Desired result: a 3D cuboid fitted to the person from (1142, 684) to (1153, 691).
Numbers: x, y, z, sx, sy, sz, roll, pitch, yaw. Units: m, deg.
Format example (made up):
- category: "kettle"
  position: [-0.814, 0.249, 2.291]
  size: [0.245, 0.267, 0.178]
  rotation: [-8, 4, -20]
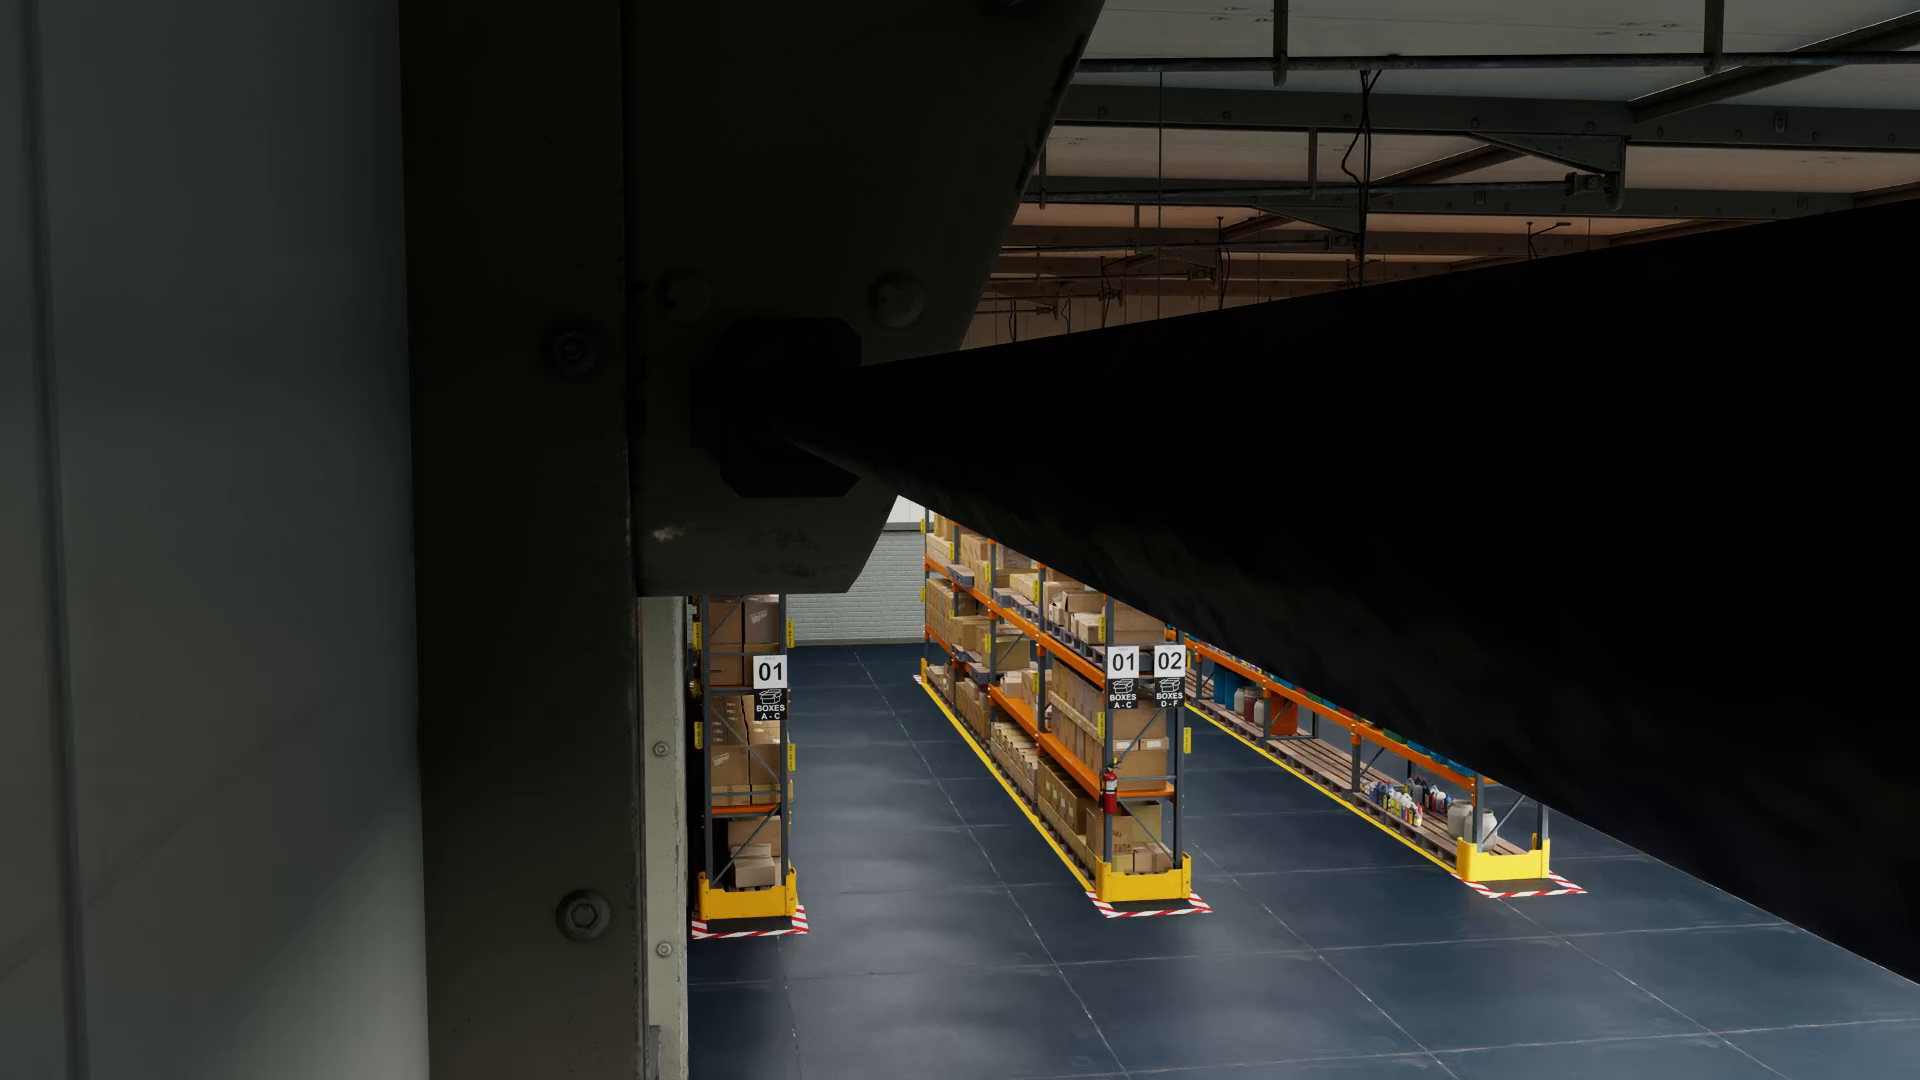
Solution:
- category: "person"
  position: [3.692, 2.563, 32.931]
  size: [0.613, 1.816, 0.707]
  rotation: [0, 5, 2]
